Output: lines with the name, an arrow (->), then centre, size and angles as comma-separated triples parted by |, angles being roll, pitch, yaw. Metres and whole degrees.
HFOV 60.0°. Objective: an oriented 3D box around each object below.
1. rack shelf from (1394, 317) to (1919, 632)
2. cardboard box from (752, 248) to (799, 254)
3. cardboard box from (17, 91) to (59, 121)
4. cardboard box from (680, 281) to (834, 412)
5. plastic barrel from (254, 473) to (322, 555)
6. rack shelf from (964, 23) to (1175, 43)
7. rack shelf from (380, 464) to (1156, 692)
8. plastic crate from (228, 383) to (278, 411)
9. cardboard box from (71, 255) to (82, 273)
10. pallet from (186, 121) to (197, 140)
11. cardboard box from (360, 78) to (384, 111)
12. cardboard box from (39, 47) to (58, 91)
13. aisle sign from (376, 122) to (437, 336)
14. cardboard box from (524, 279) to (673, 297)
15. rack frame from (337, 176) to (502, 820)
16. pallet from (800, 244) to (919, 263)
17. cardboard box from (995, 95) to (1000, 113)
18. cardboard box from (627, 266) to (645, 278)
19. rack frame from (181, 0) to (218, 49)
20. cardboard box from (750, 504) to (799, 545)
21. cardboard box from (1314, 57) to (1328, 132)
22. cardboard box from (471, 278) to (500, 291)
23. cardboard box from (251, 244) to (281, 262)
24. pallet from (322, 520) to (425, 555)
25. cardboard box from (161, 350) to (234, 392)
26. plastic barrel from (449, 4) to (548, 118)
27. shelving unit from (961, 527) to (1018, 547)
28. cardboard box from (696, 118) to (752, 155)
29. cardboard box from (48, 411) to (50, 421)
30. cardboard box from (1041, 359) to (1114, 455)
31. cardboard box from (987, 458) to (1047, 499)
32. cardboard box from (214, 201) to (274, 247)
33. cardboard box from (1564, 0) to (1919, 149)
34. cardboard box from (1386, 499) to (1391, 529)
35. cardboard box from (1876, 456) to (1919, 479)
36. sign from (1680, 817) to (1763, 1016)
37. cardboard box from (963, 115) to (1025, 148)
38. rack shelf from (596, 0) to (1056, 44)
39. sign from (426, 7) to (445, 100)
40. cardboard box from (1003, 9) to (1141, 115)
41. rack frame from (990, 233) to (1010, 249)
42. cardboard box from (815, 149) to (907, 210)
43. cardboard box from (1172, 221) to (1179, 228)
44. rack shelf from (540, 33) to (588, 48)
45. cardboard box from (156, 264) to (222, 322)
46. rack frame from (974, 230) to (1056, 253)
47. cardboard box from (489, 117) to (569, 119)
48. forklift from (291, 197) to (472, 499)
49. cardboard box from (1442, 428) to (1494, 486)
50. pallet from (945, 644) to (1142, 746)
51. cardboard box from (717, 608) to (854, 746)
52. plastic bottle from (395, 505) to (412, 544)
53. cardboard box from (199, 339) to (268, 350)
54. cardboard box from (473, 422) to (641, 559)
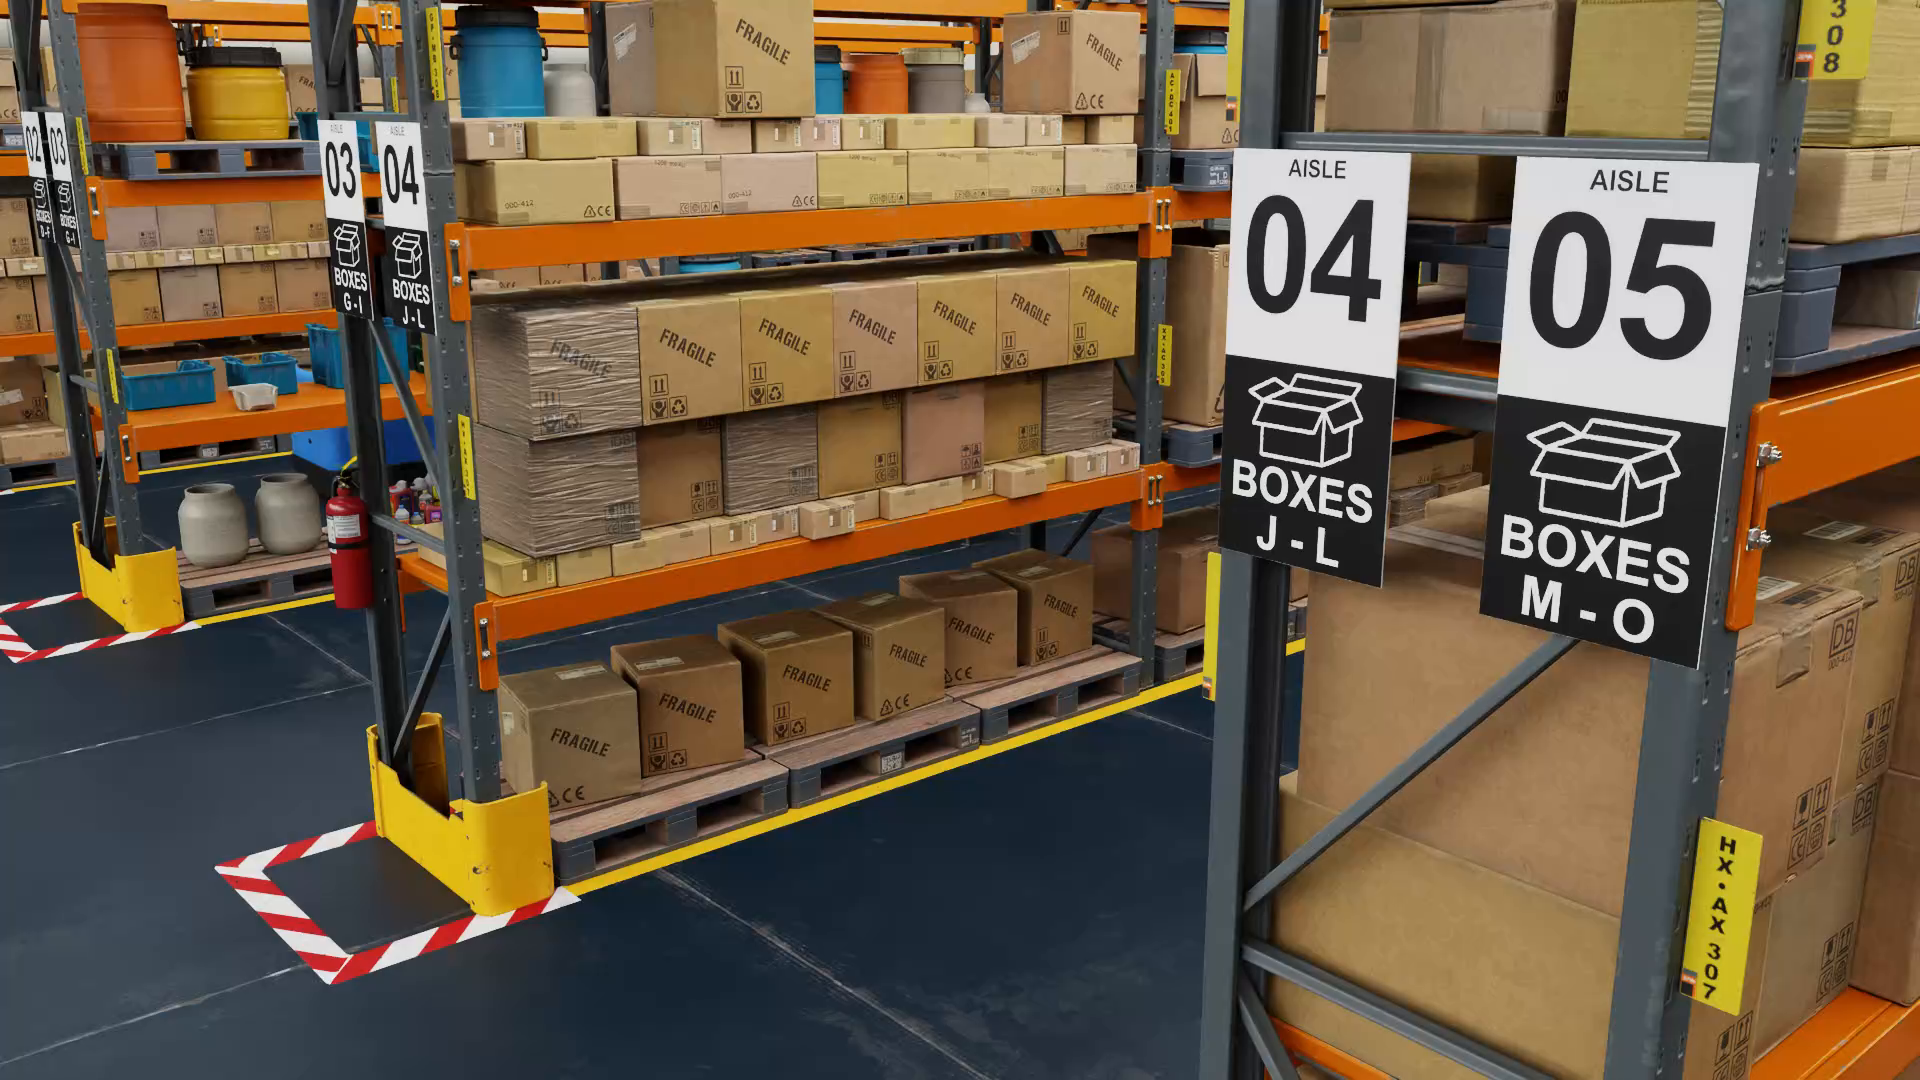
rack shelf -> 2.413, -0.467, 4.268 | 4.000, 0.370, 1.077 | -13, 19, -39
cardboard box -> -2.340, -3.674, 19.683 | 0.700, 0.500, 0.500 | 8, 17, 28
cardboard box -> -8.080, -3.832, 14.677 | 0.500, 0.250, 0.500 | -13, 19, -39
cardboard box -> -0.924, -0.893, 7.573 | 0.500, 0.500, 0.500 | -13, 19, -39
plastic barrel -> -4.703, -0.186, 11.640 | 0.421, 0.512, 0.421 | 0, 15, 0
rack shelf -> 1.786, -6.859, 22.393 | 4.000, 0.370, 1.077 | -13, 19, -39
rack shelf -> -0.767, -0.001, 8.334 | 4.000, 0.370, 1.077 | -13, 19, -39
plastic crate -> -4.641, -0.935, 10.949 | 0.250, 0.136, 0.298 | -13, 19, -39
cardboard box -> -7.760, -2.454, 14.675 | 0.250, 0.149, 0.380 | -13, 20, -40
pallet -> -7.305, -3.667, 15.027 | 1.213, 0.211, 1.003 | -13, 19, -39
cardboard box -> -7.617, -5.566, 20.956 | 0.500, 0.500, 0.500 | -14, 20, -41
cardboard box -> -10.006, -5.247, 18.599 | 0.500, 0.500, 0.500 | -14, 20, -41
aisle sign -> -2.125, -1.196, 6.379 | 0.004, 0.787, 0.394 | -13, 19, -39
cardboard box -> -1.650, -0.912, 7.642 | 0.500, 0.500, 0.500 | -13, 19, -39
rack frame -> -2.276, -0.009, 6.973 | 0.127, 3.000, 1.000 | -13, 19, -39
pallet -> -1.277, -3.531, 20.530 | 1.213, 0.211, 1.003 | -13, 19, -39
cardboard box -> 0.807, -5.624, 21.500 | 0.500, 0.250, 0.500 | -13, 19, -39
cardboard box -> -3.666, -2.945, 18.451 | 0.250, 0.149, 0.380 | -11, 18, -35
rack frame -> -9.013, -6.478, 19.566 | 0.127, 3.000, 1.000 | -13, 19, -39
cardboard box -> -0.966, -0.103, 7.810 | 0.250, 0.149, 0.380 | -13, 19, -39
cardboard box -> 1.872, -2.609, 9.879 | 0.637, 0.503, 0.797 | -12, 19, -37
cardboard box -> -4.956, -2.605, 17.177 | 0.250, 0.149, 0.380 | -13, 19, -39
cardboard box -> -6.591, -2.718, 15.662 | 0.250, 0.149, 0.380 | -13, 20, -40
pallet -> -3.964, 0.009, 12.306 | 1.213, 0.211, 1.003 | -13, 19, -39
cardboard box -> -7.092, -1.476, 15.526 | 0.500, 0.500, 0.500 | -13, 19, -39
plastic barrel -> -3.331, -3.398, 12.060 | 0.708, 0.901, 0.600 | -13, 19, -39
shelving unit -> 0.125, -1.042, 12.584 | 0.503, 2.100, 0.431 | -13, 19, -39
cardboard box -> -1.109, -1.745, 7.175 | 0.250, 0.149, 0.380 | -13, 20, -40
cardboard box -> -8.196, -1.048, 15.377 | 0.500, 0.250, 0.500 | -13, 19, -39
cardboard box -> 0.362, -0.815, 9.218 | 0.500, 0.500, 0.875 | -13, 19, -39
cardboard box -> 0.234, -0.337, 8.685 | 0.250, 0.149, 0.380 | -13, 19, -39
cardboard box -> -6.847, -3.044, 15.627 | 0.500, 0.500, 0.700 | -13, 20, -39
cardboard box -> 1.437, -0.830, 2.939 | 0.500, 0.250, 0.500 | -13, 20, -39
cardboard box -> 2.434, -0.058, 11.147 | 0.500, 0.500, 0.700 | -11, 18, -35
cardboard box -> 2.390, 0.029, 4.445 | 0.500, 0.550, 0.875 | -13, 19, -39
sign -> 1.264, 0.626, 2.763 | 0.005, 0.325, 0.100 | -13, 19, -39
cardboard box -> 0.101, -2.006, 8.155 | 0.250, 0.149, 0.380 | -13, 20, -41
rack shelf -> -1.001, -4.348, 13.758 | 4.000, 0.370, 1.077 | -13, 19, -39
sign -> -1.919, -1.775, 6.077 | 0.005, 0.325, 0.100 | -13, 19, -39
cardboard box -> 0.570, -2.444, 8.535 | 0.500, 0.500, 0.500 | -13, 20, -41
rack frame -> 0.277, -3.971, 21.805 | 0.127, 3.000, 1.000 | -13, 19, -39
cardboard box -> -0.592, -1.678, 7.699 | 0.500, 0.250, 0.500 | -12, 19, -38
cardboard box -> 2.746, -4.480, 23.515 | 0.500, 0.500, 0.500 | -12, 19, -39
rack shelf -> -4.487, -6.954, 23.515 | 4.000, 0.370, 1.077 | -13, 19, -39
cardboard box -> -7.249, -2.326, 15.453 | 0.500, 0.500, 0.700 | -12, 19, -38
rack frame -> 0.508, -2.329, 15.656 | 0.127, 3.000, 1.000 | -13, 19, -39
cardboard box -> -1.863, -1.775, 7.290 | 0.250, 0.149, 0.380 | -14, 20, -42
forklift -> -4.311, -2.019, 14.630 | 3.031, 2.935, 1.130 | -12, 19, -38
cardboard box -> 4.294, -0.654, 12.689 | 0.875, 0.875, 1.225 | -14, 20, -42
pallet -> 0.258, 0.781, 9.417 | 1.213, 0.211, 1.003 | -13, 19, -39
cardboard box -> -0.880, 0.683, 8.412 | 0.500, 0.500, 0.500 | -10, 18, -34
plastic bottle -> -3.955, -0.114, 11.800 | 0.097, 0.271, 0.097 | 0, 15, 0
cardboard box -> -7.068, -1.666, 16.235 | 0.500, 0.500, 0.500 | -13, 19, -39
cardboard box -> -1.843, -0.289, 7.250 | 0.500, 0.500, 0.875 | -13, 19, -39
